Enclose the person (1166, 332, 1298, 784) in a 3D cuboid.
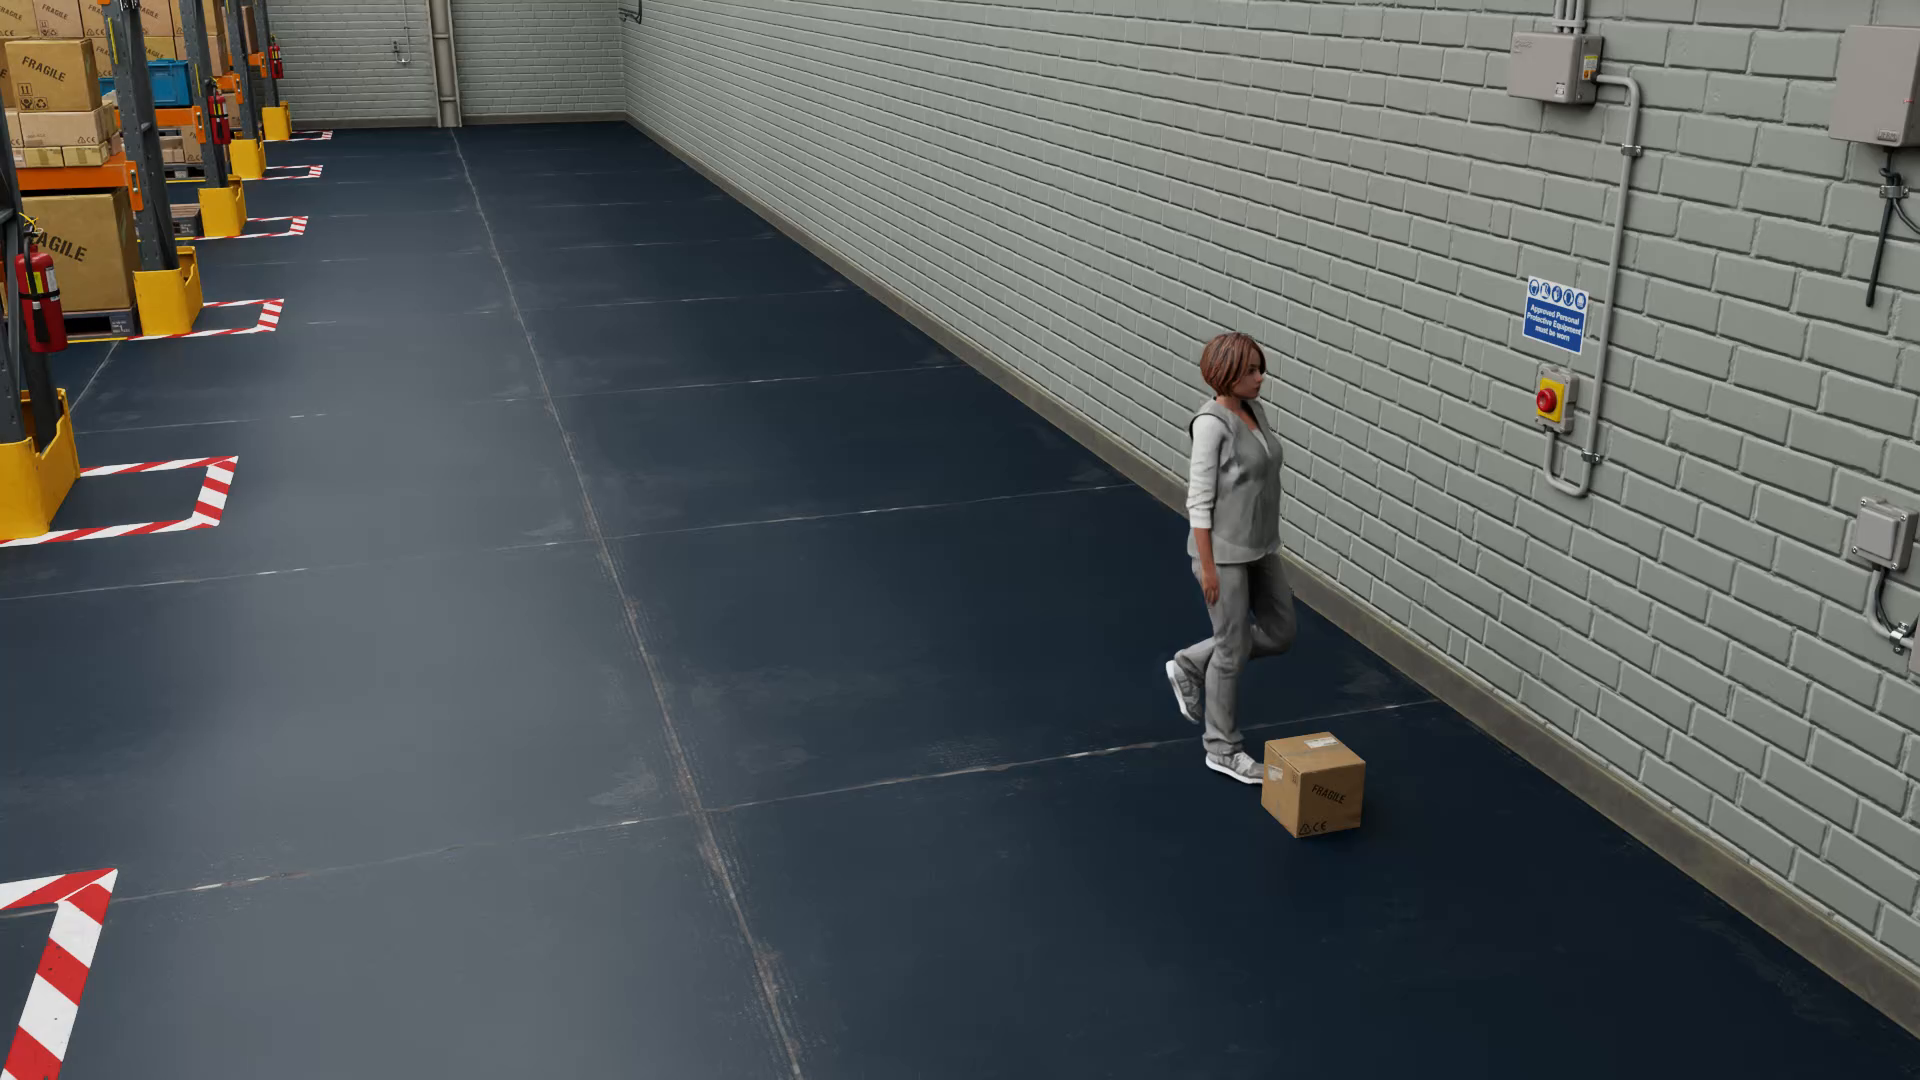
[{"bbox_3d":[0.965,0.058,5.902,0.518,1.600,0.437,14,24,34],"label":"person"}]
